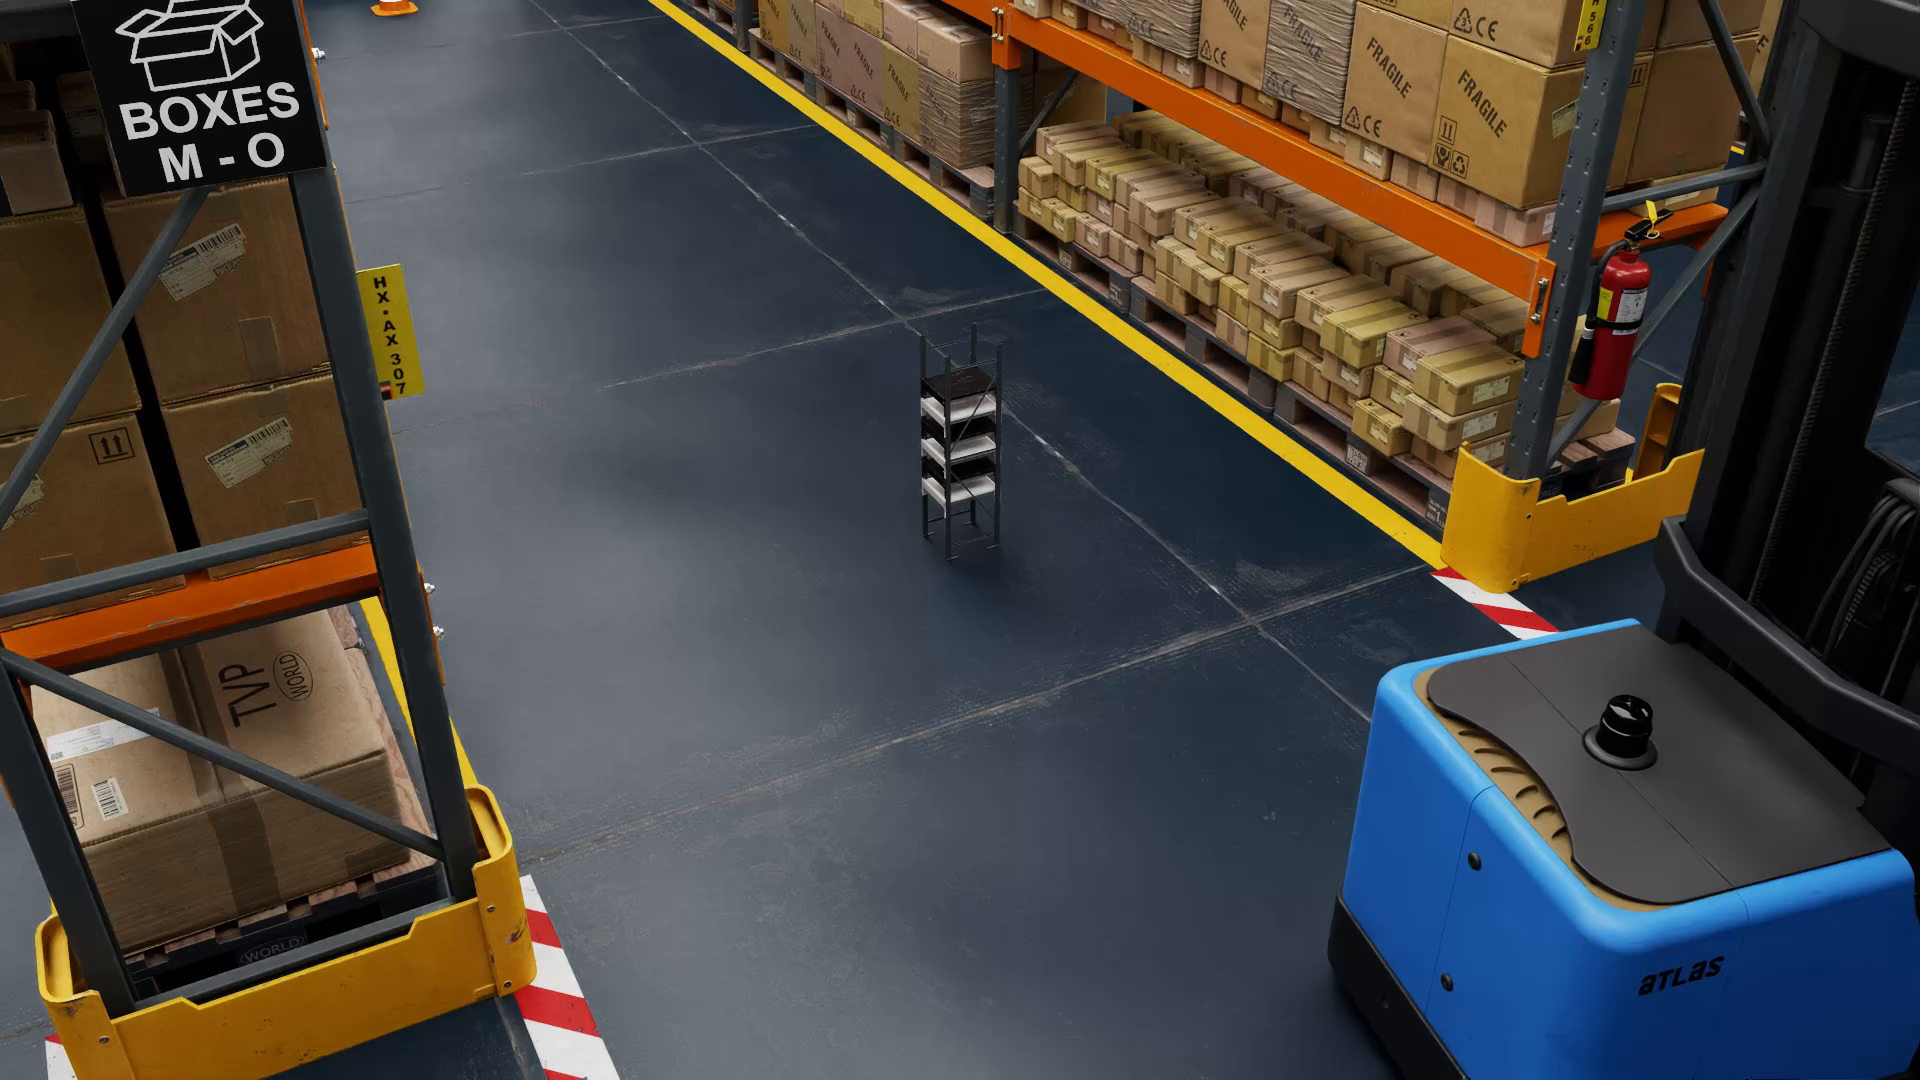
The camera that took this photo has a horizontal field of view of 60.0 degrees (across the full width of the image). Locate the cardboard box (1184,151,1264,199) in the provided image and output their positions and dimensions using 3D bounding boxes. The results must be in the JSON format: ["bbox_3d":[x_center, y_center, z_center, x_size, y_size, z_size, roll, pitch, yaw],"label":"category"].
[{"bbox_3d":[1.386,-1.894,8.627,0.380,0.149,0.250,-15,35,-22],"label":"cardboard box"}]

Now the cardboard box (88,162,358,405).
[{"bbox_3d":[-1.778,-0.705,4.051,0.500,0.500,0.500,-17,36,-24],"label":"cardboard box"}]

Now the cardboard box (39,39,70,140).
[{"bbox_3d":[-2.971,-1.294,4.970,0.500,0.500,0.500,-16,36,-23],"label":"cardboard box"}]

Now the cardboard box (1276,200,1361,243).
[{"bbox_3d":[1.749,-1.516,8.038,0.380,0.149,0.250,-16,36,-23],"label":"cardboard box"}]

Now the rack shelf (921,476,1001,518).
[{"bbox_3d":[0.004,-0.195,6.616,0.258,0.077,0.200,-16,36,-23],"label":"rack shelf"}]

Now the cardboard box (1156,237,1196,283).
[{"bbox_3d":[1.182,-1.383,8.106,0.380,0.149,0.250,-16,36,-23],"label":"cardboard box"}]

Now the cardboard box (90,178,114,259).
[{"bbox_3d":[-2.506,-1.001,5.440,0.500,0.500,0.500,-15,35,-22],"label":"cardboard box"}]

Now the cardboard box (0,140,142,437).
[{"bbox_3d":[-2.241,-0.575,3.847,0.500,0.500,0.500,-15,35,-22],"label":"cardboard box"}]

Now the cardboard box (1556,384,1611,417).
[{"bbox_3d":[2.509,-0.651,6.963,0.380,0.149,0.250,-14,35,-21],"label":"cardboard box"}]

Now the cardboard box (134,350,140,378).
[{"bbox_3d":[-2.734,-0.633,4.865,0.500,0.500,0.500,-15,36,-22],"label":"cardboard box"}]

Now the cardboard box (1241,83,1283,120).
[{"bbox_3d":[1.463,-1.973,7.281,0.380,0.149,0.250,-15,36,-22],"label":"cardboard box"}]

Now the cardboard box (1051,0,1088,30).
[{"bbox_3d":[0.690,-2.716,8.441,0.380,0.149,0.250,-15,36,-22],"label":"cardboard box"}]

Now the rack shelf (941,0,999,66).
[{"bbox_3d":[-0.272,-3.795,10.560,1.077,0.370,4.000,-16,36,-23],"label":"rack shelf"}]

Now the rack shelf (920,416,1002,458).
[{"bbox_3d":[0.004,-0.423,6.471,0.258,0.077,0.200,-16,36,-23],"label":"rack shelf"}]

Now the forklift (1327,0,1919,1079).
[{"bbox_3d":[2.626,0.007,4.022,3.031,2.935,1.130,-10,34,-15],"label":"forklift"}]

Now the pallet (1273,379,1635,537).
[{"bbox_3d":[2.143,-0.493,7.324,1.003,0.211,1.213,-16,36,-23],"label":"pallet"}]

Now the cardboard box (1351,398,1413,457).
[{"bbox_3d":[1.887,-0.507,7.014,0.380,0.149,0.250,-15,35,-22],"label":"cardboard box"}]

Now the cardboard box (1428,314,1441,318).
[{"bbox_3d":[2.215,-1.040,7.571,0.380,0.149,0.250,-15,35,-22],"label":"cardboard box"}]

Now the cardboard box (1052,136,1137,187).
[{"bbox_3d":[0.714,-2.008,8.805,0.380,0.149,0.250,-14,35,-21],"label":"cardboard box"}]

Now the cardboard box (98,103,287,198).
[{"bbox_3d":[-1.727,-0.917,3.779,0.380,0.149,0.250,-15,36,-22],"label":"cardboard box"}]

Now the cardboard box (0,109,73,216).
[{"bbox_3d":[-2.150,-0.798,3.595,0.380,0.149,0.250,-15,36,-22],"label":"cardboard box"}]

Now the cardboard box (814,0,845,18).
[{"bbox_3d":[-0.641,-3.621,10.854,0.500,0.250,0.500,-16,36,-23],"label":"cardboard box"}]

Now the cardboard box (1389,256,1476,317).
[{"bbox_3d":[2.154,-1.148,7.464,0.380,0.149,0.250,-18,37,-25],"label":"cardboard box"}]

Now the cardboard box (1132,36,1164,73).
[{"bbox_3d":[1.042,-2.334,7.845,0.380,0.149,0.250,-15,36,-22],"label":"cardboard box"}]

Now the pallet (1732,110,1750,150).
[{"bbox_3d":[5.381,-2.786,10.903,1.003,0.211,1.213,-16,36,-23],"label":"pallet"}]

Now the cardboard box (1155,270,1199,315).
[{"bbox_3d":[1.187,-1.256,8.184,0.380,0.149,0.250,-17,36,-24],"label":"cardboard box"}]

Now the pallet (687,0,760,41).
[{"bbox_3d":[-1.505,-4.273,13.225,1.003,0.211,1.213,-16,36,-23],"label":"pallet"}]

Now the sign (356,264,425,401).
[{"bbox_3d":[-1.312,-0.476,3.836,0.100,0.325,0.005,-16,36,-23],"label":"sign"}]

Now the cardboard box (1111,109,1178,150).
[{"bbox_3d":[1.057,-2.266,9.208,0.380,0.149,0.250,-15,36,-22],"label":"cardboard box"}]

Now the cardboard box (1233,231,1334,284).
[{"bbox_3d":[1.492,-1.284,7.675,0.380,0.149,0.250,-17,36,-25],"label":"cardboard box"}]

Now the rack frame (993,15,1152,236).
[{"bbox_3d":[0.661,-3.144,8.876,1.000,3.000,0.127,-16,36,-23],"label":"rack frame"}]

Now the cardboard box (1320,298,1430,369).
[{"bbox_3d":[1.755,-0.876,7.039,0.380,0.149,0.250,-17,36,-24],"label":"cardboard box"}]

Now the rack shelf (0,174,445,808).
[{"bbox_3d":[-2.738,-0.593,5.562,1.077,0.370,4.000,-16,36,-23],"label":"rack shelf"}]

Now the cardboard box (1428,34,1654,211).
[{"bbox_3d":[2.089,-1.552,6.023,0.500,0.500,0.500,-15,36,-22],"label":"cardboard box"}]

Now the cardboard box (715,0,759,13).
[{"bbox_3d":[-1.408,-4.595,12.838,1.050,0.750,0.750,-16,36,-24],"label":"cardboard box"}]

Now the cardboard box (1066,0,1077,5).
[{"bbox_3d":[0.669,-3.011,8.301,0.500,0.500,0.500,-17,36,-24],"label":"cardboard box"}]

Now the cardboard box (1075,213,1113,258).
[{"bbox_3d":[0.833,-1.633,8.771,0.380,0.149,0.250,-16,36,-23],"label":"cardboard box"}]

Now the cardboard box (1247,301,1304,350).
[{"bbox_3d":[1.531,-1.008,7.520,0.380,0.149,0.250,-15,36,-22],"label":"cardboard box"}]

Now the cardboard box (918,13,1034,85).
[{"bbox_3d":[0.090,-2.875,9.690,0.500,0.250,0.500,-17,36,-24],"label":"cardboard box"}]

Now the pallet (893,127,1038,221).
[{"bbox_3d":[0.297,-2.341,10.208,1.003,0.211,1.213,-16,36,-23],"label":"pallet"}]

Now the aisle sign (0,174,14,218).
[{"bbox_3d":[-2.047,-0.924,3.001,0.394,0.787,0.004,-16,36,-23],"label":"aisle sign"}]

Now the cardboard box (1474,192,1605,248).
[{"bbox_3d":[2.124,-1.213,6.096,0.380,0.149,0.250,-16,36,-23],"label":"cardboard box"}]

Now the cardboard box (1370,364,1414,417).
[{"bbox_3d":[1.953,-0.655,6.969,0.380,0.149,0.250,-17,36,-24],"label":"cardboard box"}]

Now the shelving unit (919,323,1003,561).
[{"bbox_3d":[0.004,-0.375,6.501,0.258,0.900,0.210,-16,36,-23],"label":"shelving unit"}]

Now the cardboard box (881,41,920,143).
[{"bbox_3d":[-0.146,-2.803,10.272,0.500,0.500,0.500,-17,36,-24],"label":"cardboard box"}]

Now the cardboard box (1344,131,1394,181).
[{"bbox_3d":[1.771,-1.573,6.658,0.380,0.149,0.250,-15,36,-22],"label":"cardboard box"}]

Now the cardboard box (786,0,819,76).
[{"bbox_3d":[-0.862,-3.536,11.416,0.500,0.500,0.500,-15,36,-23],"label":"cardboard box"}]

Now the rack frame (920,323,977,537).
[{"bbox_3d":[-0.044,-0.424,6.577,0.240,0.900,0.006,-16,36,-23],"label":"rack frame"}]

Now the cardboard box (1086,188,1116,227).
[{"bbox_3d":[0.890,-1.786,8.735,0.380,0.149,0.250,-16,36,-23],"label":"cardboard box"}]

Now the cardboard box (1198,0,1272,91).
[{"bbox_3d":[1.385,-2.279,7.158,0.500,0.500,0.500,-14,35,-21],"label":"cardboard box"}]

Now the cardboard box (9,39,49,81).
[{"bbox_3d":[-2.625,-1.289,4.360,0.380,0.149,0.250,-16,36,-24],"label":"cardboard box"}]

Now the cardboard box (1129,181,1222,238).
[{"bbox_3d":[1.064,-1.639,8.229,0.380,0.149,0.250,-15,36,-22],"label":"cardboard box"}]

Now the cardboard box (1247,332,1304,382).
[{"bbox_3d":[1.539,-0.875,7.589,0.380,0.149,0.250,-18,37,-25],"label":"cardboard box"}]

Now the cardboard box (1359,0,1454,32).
[{"bbox_3d":[1.856,-2.221,6.140,0.500,0.500,0.500,-17,36,-25],"label":"cardboard box"}]

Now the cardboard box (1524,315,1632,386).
[{"bbox_3d":[2.582,-0.797,6.915,0.380,0.149,0.250,-18,37,-25],"label":"cardboard box"}]
